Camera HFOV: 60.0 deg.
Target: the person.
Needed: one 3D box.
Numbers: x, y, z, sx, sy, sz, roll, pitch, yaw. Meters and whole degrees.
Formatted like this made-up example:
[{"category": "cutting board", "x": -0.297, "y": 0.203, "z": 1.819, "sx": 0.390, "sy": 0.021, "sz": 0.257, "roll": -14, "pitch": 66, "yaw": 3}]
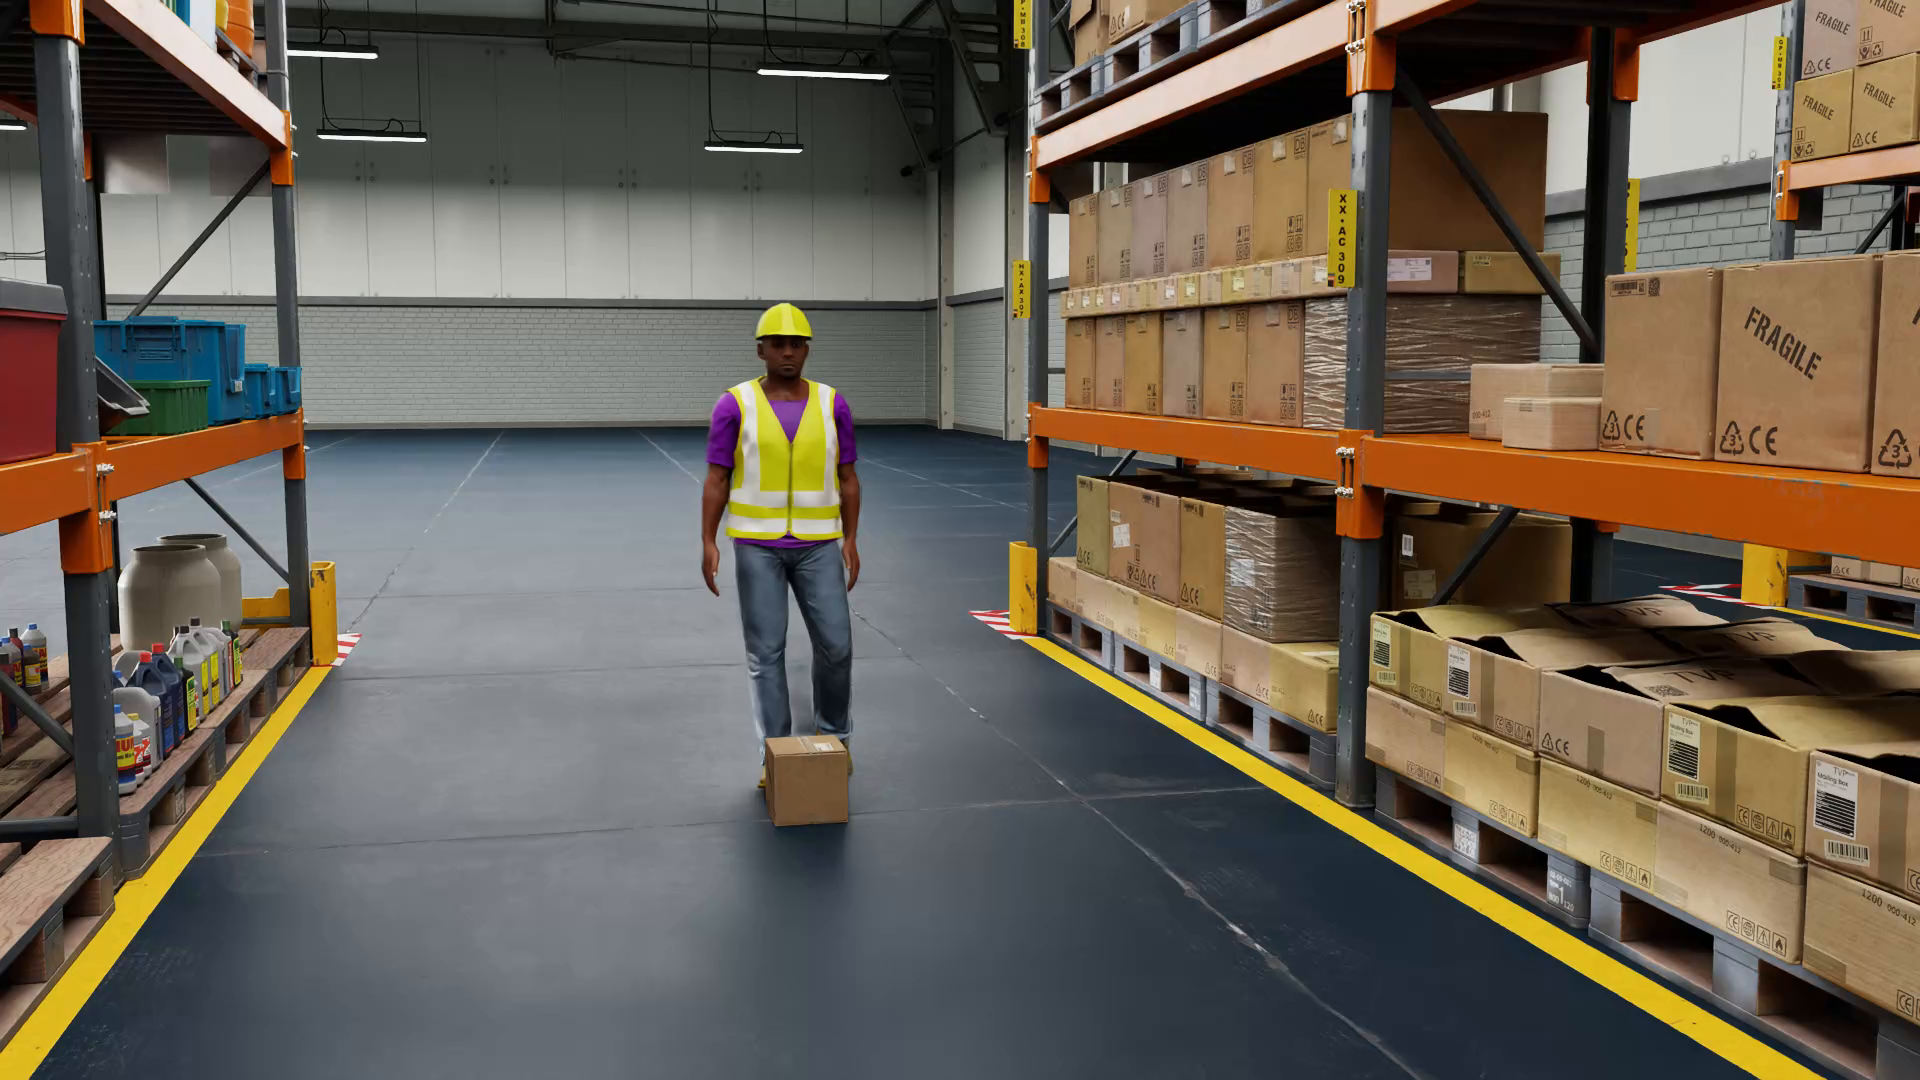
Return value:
[{"category": "person", "x": -0.652, "y": 0.031, "z": 6.122, "sx": 0.600, "sy": 1.791, "sz": 0.542, "roll": -1, "pitch": 6, "yaw": -14}]
